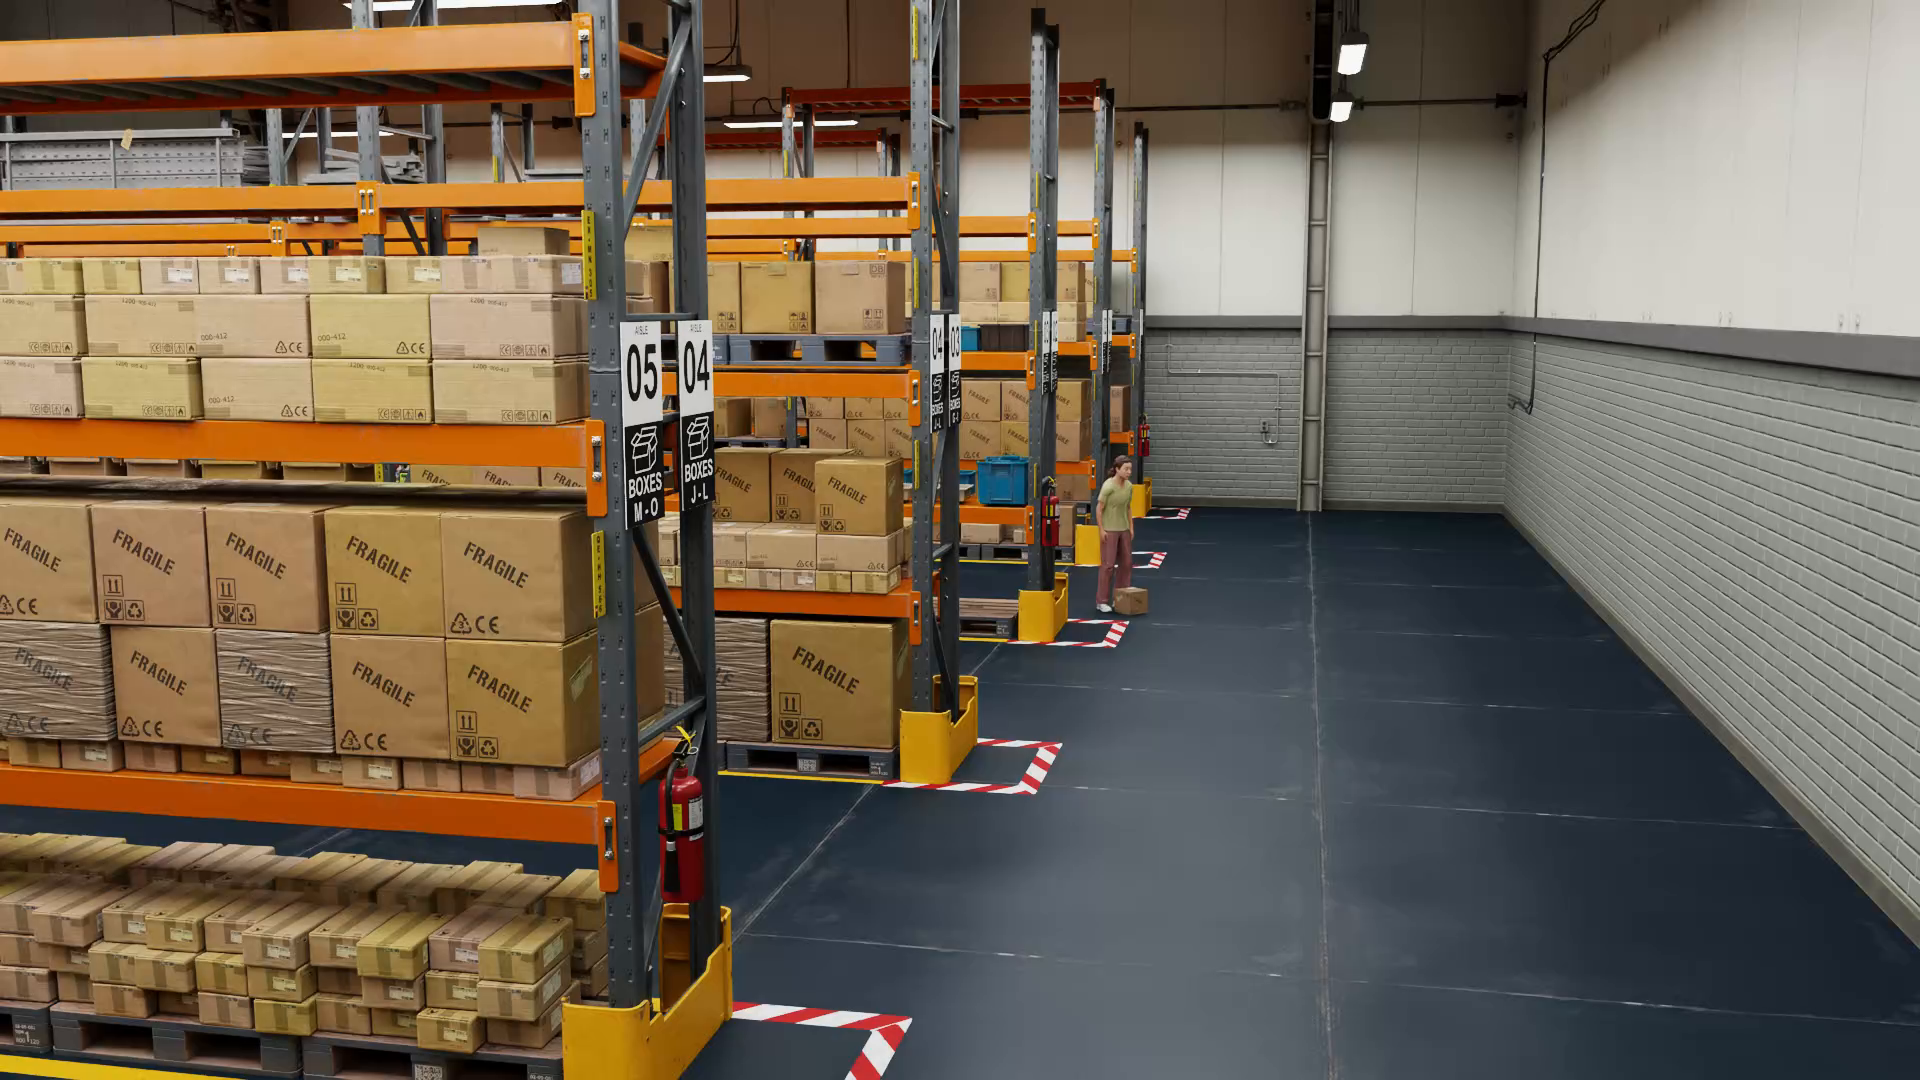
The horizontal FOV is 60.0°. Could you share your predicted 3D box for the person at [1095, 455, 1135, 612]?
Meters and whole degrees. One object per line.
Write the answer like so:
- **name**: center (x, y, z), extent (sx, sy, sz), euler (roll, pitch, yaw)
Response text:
- **person**: center (1.690, -0.080, 17.892), extent (0.521, 1.672, 0.362), euler (-6, 10, -37)
